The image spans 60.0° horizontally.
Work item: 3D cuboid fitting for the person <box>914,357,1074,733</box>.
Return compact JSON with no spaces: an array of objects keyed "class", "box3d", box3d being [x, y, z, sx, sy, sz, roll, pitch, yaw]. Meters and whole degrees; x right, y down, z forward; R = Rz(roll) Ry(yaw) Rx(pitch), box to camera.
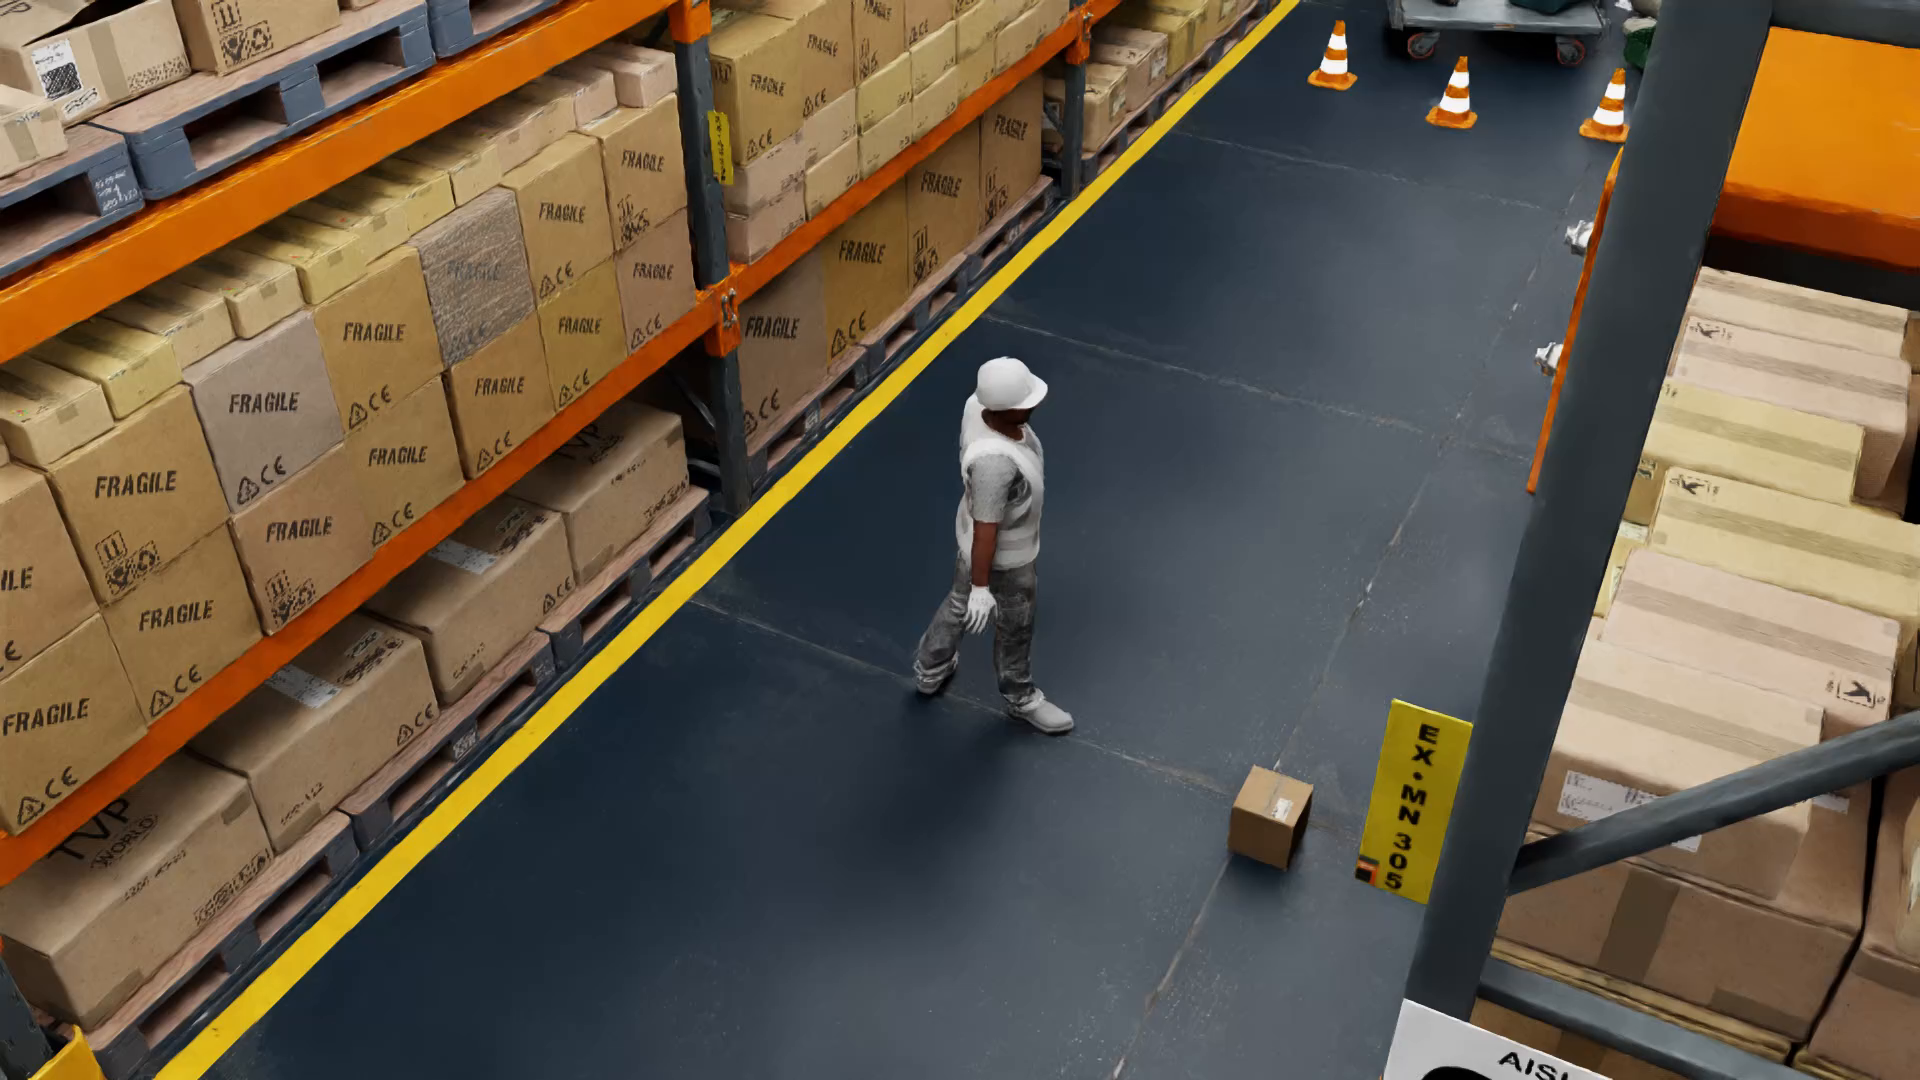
[{"class":"person","box3d":[0.143,0.028,6.694,0.659,1.781,0.706,-4,38,-5]}]
